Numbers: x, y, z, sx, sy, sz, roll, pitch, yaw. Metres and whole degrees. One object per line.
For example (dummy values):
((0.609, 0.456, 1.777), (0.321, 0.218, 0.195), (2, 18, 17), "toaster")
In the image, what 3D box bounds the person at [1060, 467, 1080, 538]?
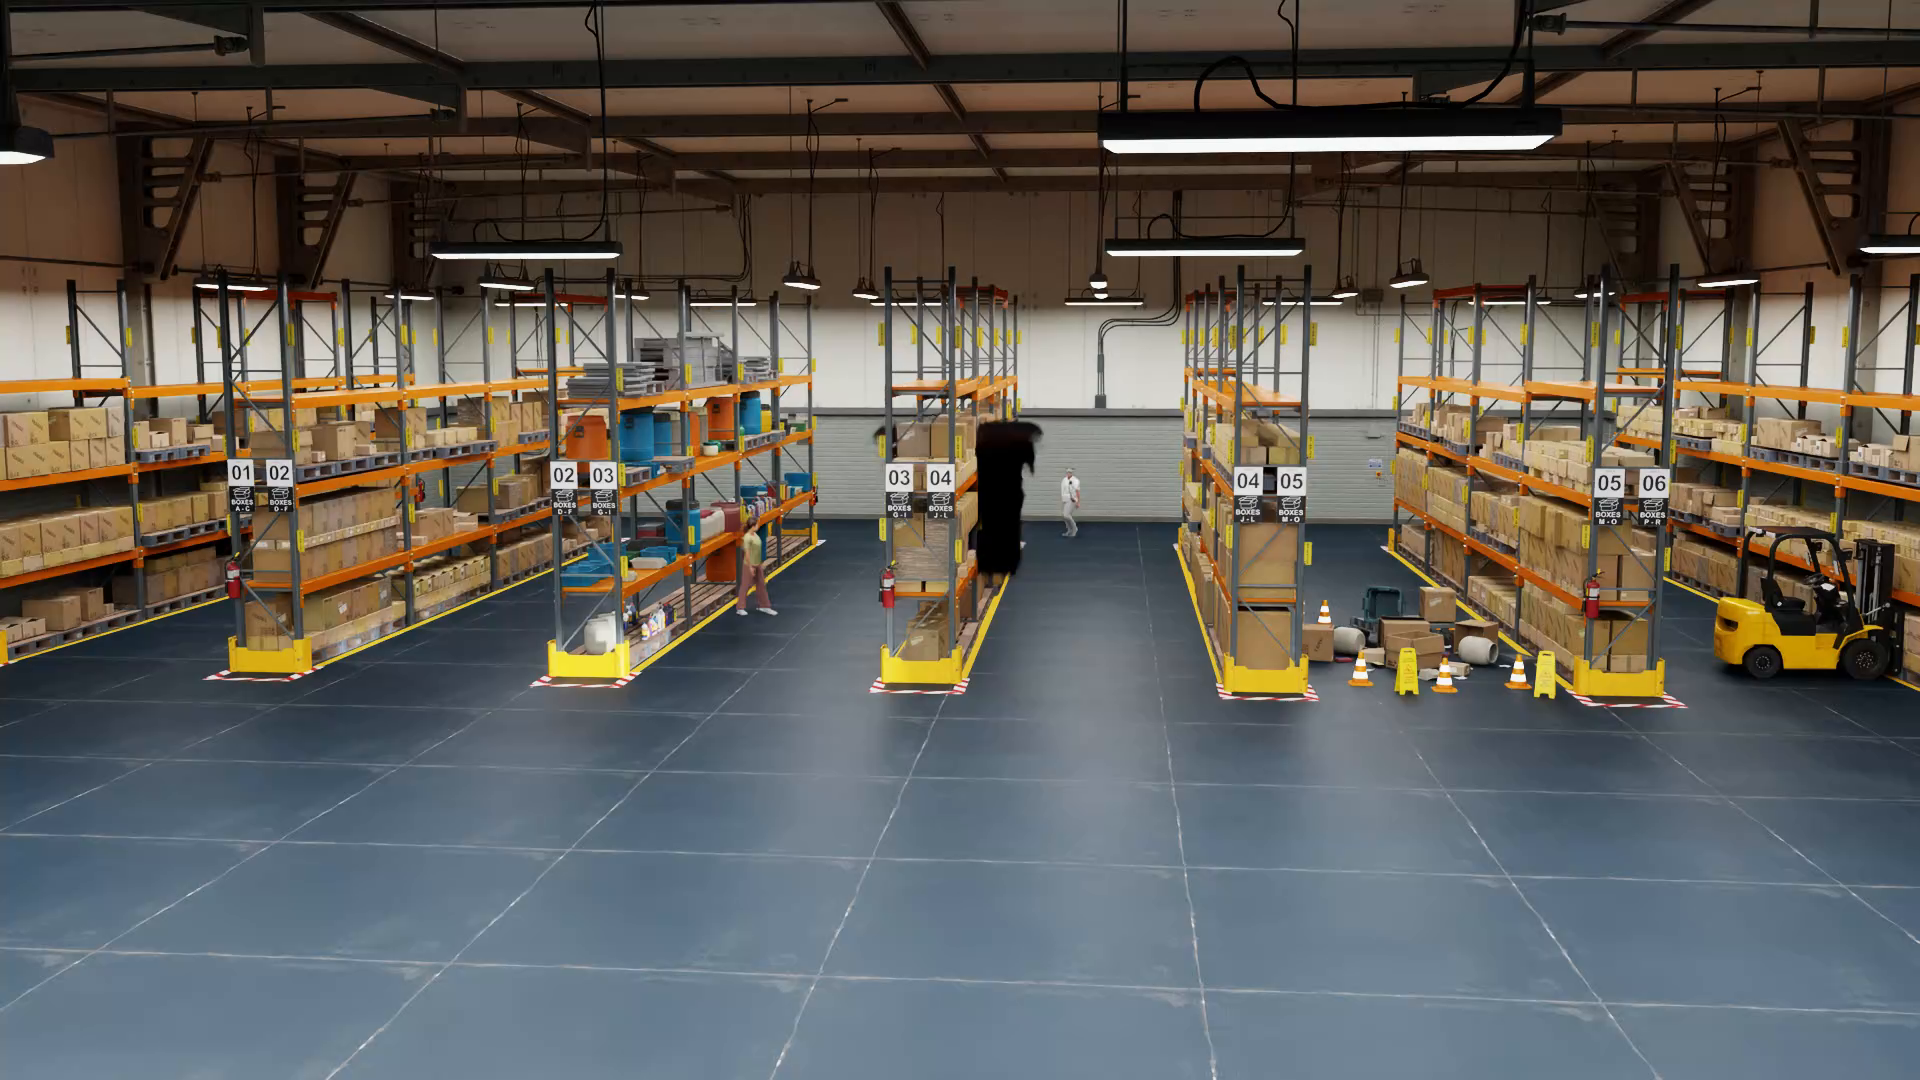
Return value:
((2.731, -0.950, 41.858), (0.457, 1.808, 0.521), (-2, 7, -20), "person")

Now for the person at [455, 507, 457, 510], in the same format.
((-11.225, -0.361, 37.931), (0.555, 1.586, 0.648), (1, 7, 7), "person")

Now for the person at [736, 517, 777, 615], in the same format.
((-3.502, 0.453, 28.312), (0.545, 1.703, 0.606), (3, 8, 24), "person")
